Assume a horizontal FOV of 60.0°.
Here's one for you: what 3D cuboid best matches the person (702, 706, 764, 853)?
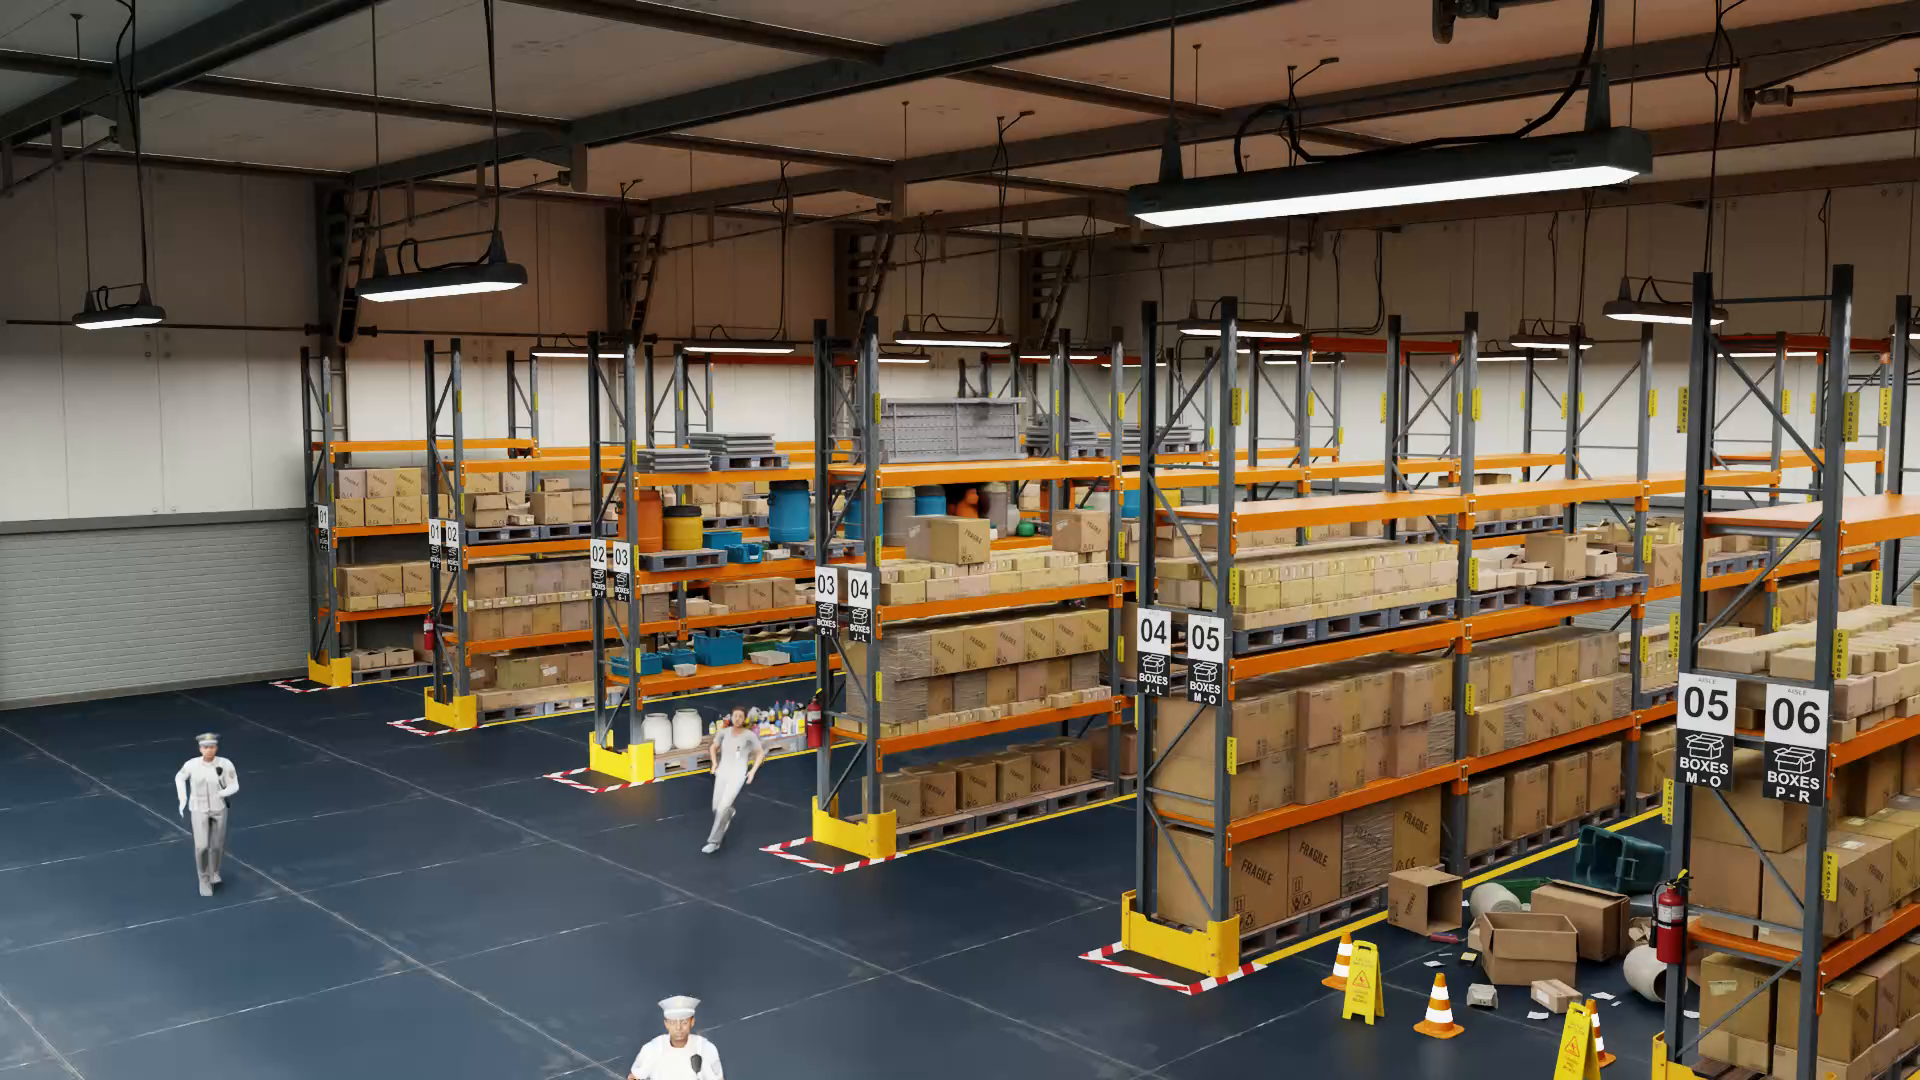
[{"bbox_3d":[-2.564,2.701,18.934,0.621,1.594,0.819,1,5,13],"label":"person"}]

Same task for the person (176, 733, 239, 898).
[{"bbox_3d":[-7.740,2.821,17.144,0.572,1.714,0.783,-3,6,-29],"label":"person"}]

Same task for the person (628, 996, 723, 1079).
[{"bbox_3d":[-1.654,3.483,9.751,0.567,1.659,0.549,-1,5,-11],"label":"person"}]
